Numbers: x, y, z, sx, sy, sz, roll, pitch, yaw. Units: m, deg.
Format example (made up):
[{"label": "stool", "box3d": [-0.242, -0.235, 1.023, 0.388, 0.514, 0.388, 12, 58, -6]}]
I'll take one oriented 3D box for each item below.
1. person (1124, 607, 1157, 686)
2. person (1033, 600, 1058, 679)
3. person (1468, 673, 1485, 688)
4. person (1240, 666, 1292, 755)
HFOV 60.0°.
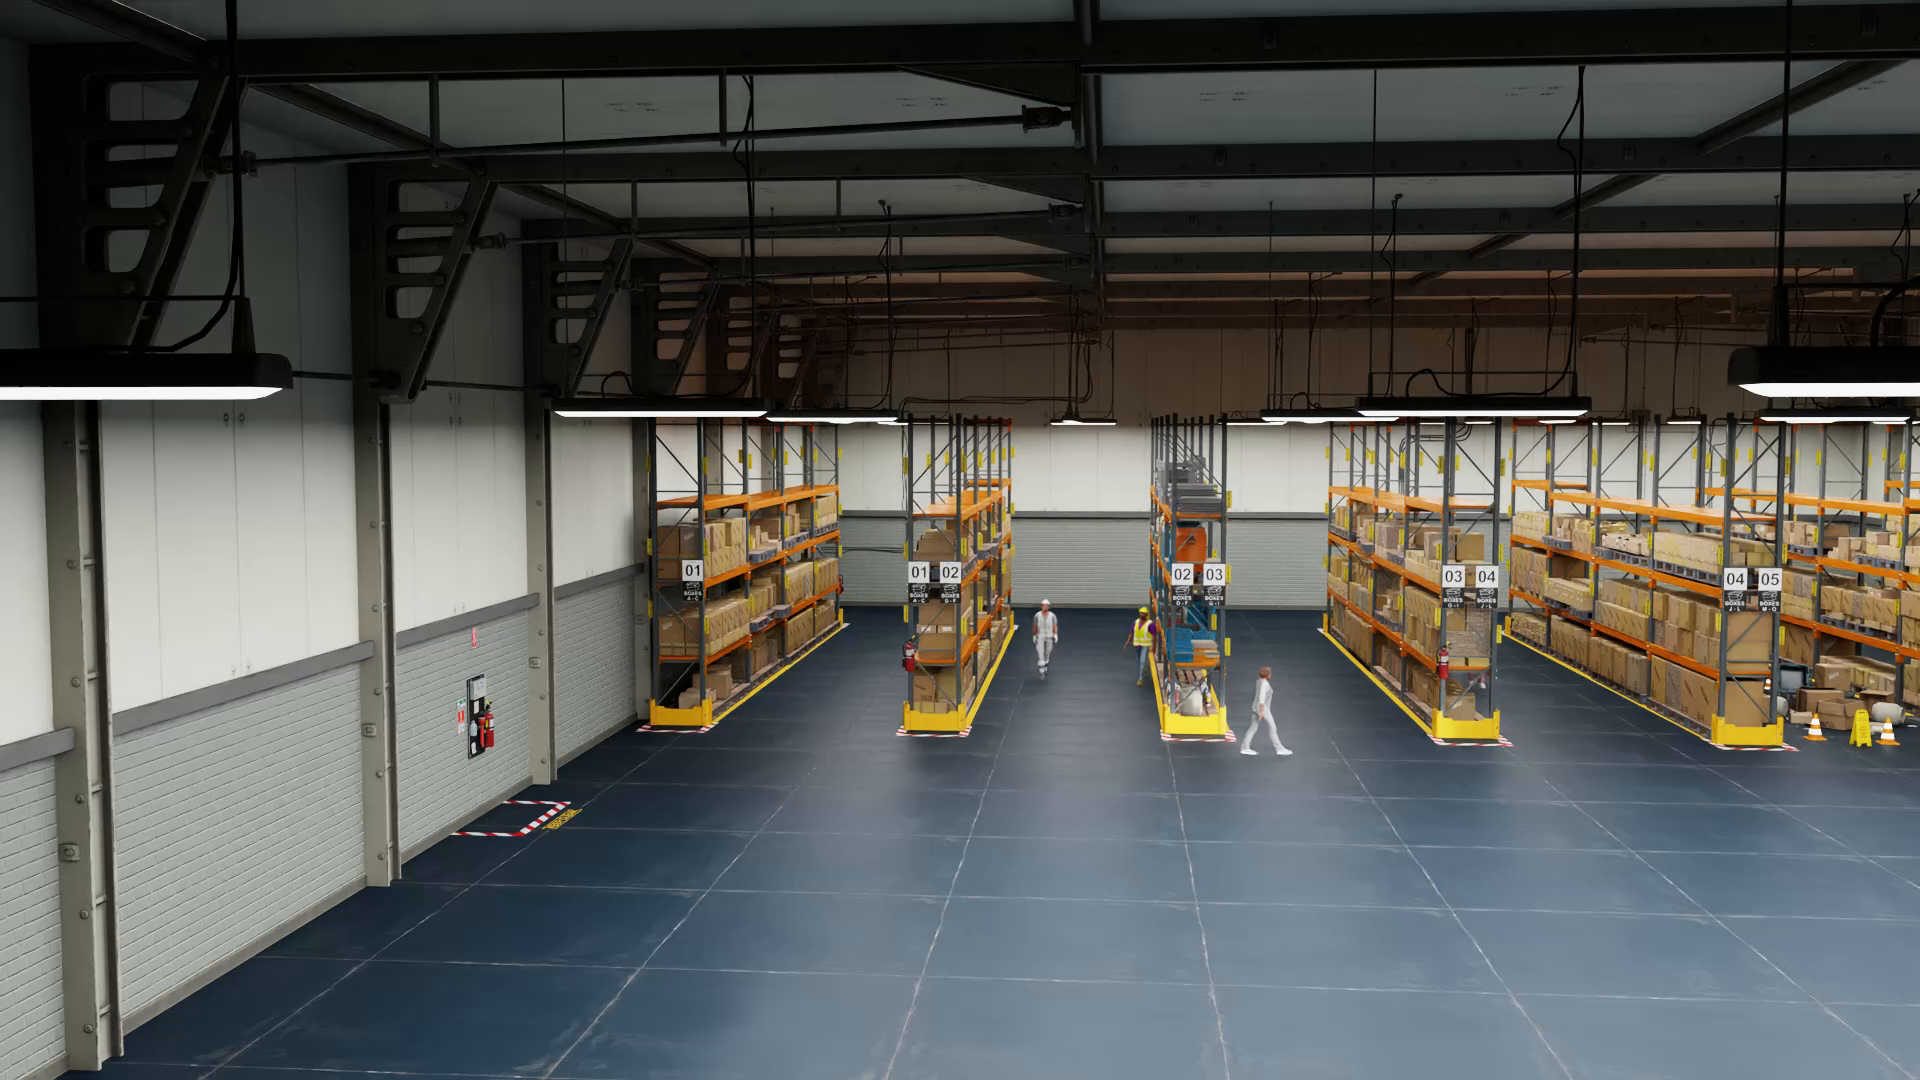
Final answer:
[{"label": "person", "box3d": [4.043, 2.357, 37.064, 0.650, 1.721, 1.049, 2, 4, 28]}, {"label": "person", "box3d": [1.982, 2.258, 38.198, 0.534, 1.746, 0.969, -1, 4, -8]}, {"label": "person", "box3d": [11.361, 2.413, 36.686, 0.464, 1.630, 0.929, 1, 4, 11]}, {"label": "person", "box3d": [5.320, 2.975, 29.021, 0.877, 1.541, 0.454, -1, 4, -14]}]
